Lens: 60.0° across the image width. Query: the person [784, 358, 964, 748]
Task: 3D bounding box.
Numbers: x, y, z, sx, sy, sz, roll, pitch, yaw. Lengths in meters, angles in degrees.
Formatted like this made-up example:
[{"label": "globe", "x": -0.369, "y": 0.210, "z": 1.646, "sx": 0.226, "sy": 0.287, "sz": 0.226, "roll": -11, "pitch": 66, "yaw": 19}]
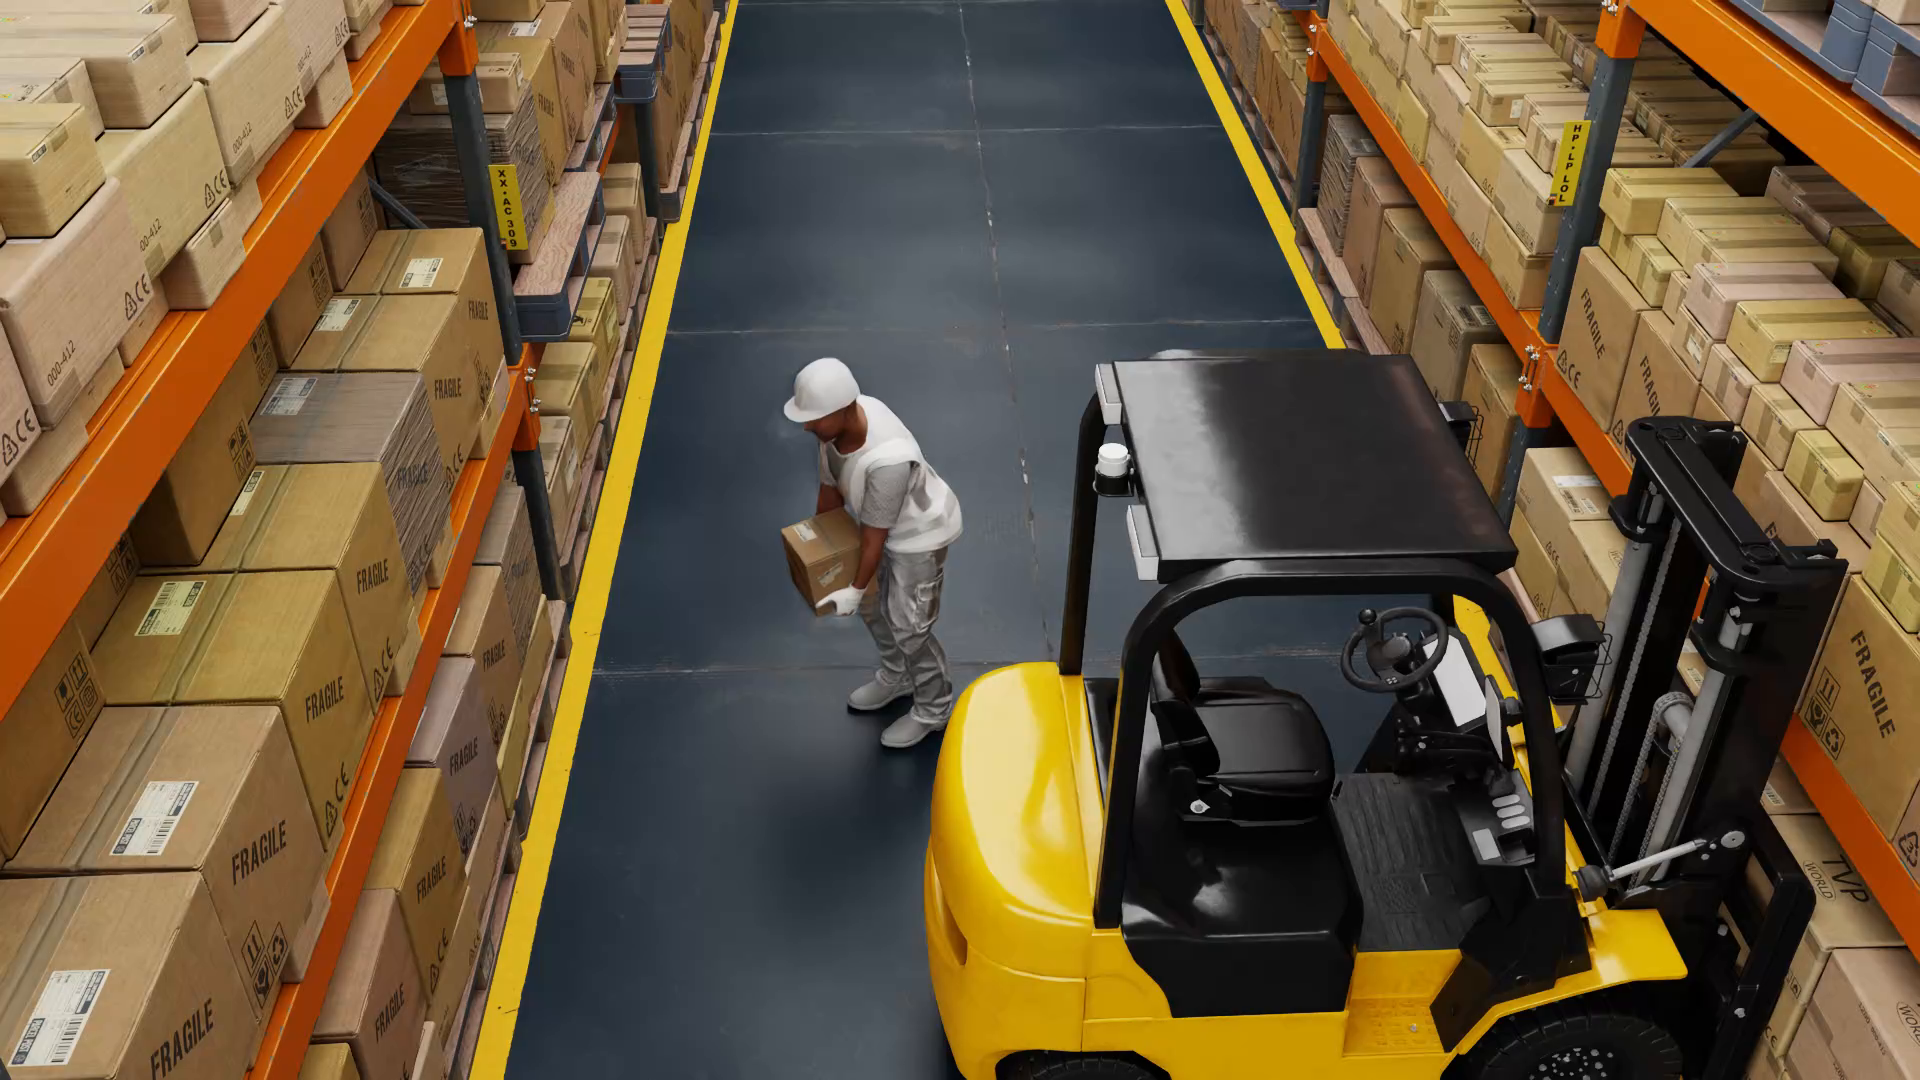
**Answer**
[{"label": "person", "x": -0.314, "y": 0.038, "z": 6.147, "sx": 0.657, "sy": 1.697, "sz": 0.481, "roll": -20, "pitch": 40, "yaw": -26}]
